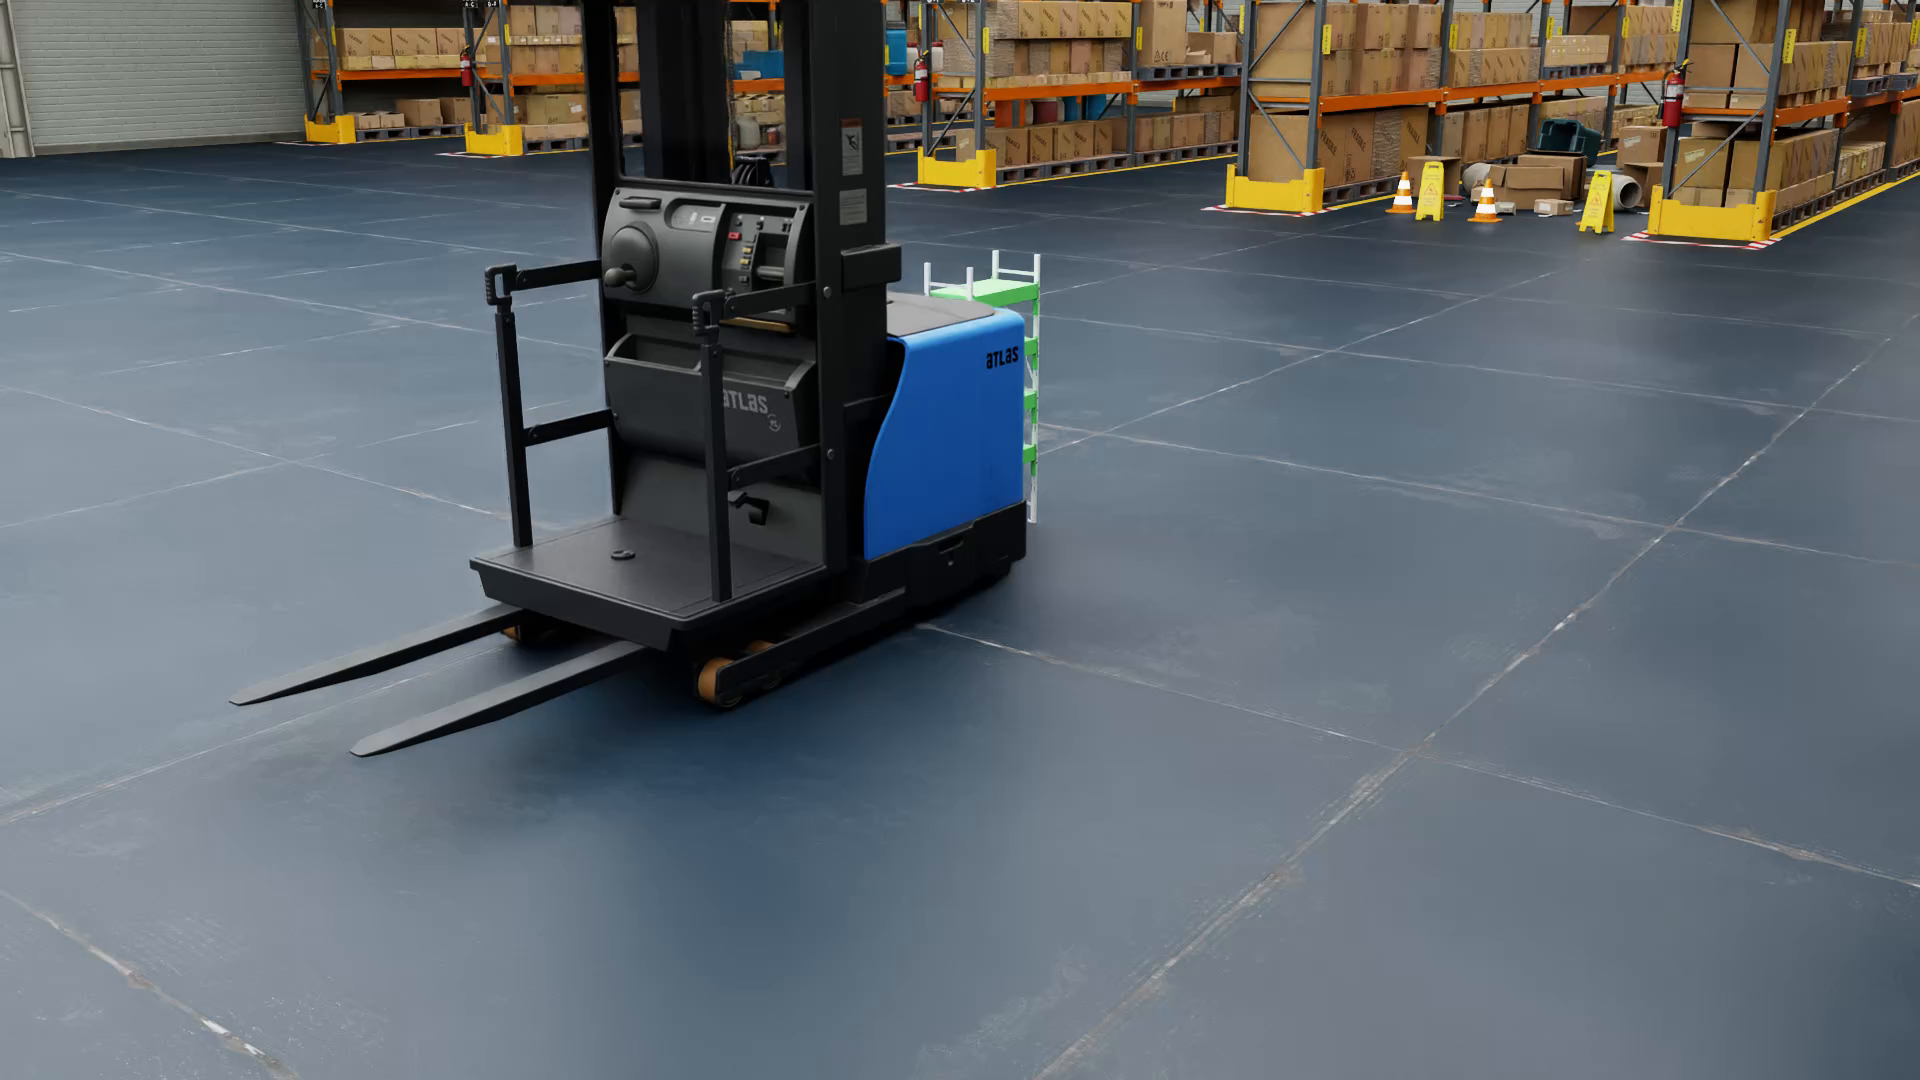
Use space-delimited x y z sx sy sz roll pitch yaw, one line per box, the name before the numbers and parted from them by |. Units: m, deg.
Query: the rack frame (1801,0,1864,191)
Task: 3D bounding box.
rack frame | 10.250 -5.584 20.168 1.000 3.000 0.127 12 21 35

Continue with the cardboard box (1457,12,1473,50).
cardboard box | 6.811 -7.202 23.524 0.700 0.500 0.500 12 21 34

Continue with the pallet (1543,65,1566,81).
pallet | 8.937 -7.485 26.611 1.213 0.211 1.003 12 21 35

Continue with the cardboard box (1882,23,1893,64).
cardboard box | 11.661 -6.395 21.399 0.500 0.500 0.500 11 21 32

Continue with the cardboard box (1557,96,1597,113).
cardboard box | 10.424 -7.363 28.139 0.500 0.250 0.500 14 22 37

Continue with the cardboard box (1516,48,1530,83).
cardboard box | 8.247 -7.162 25.081 0.500 0.500 0.500 12 21 35

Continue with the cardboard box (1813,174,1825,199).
cardboard box | 9.805 -4.155 19.493 0.500 0.250 0.500 12 21 33

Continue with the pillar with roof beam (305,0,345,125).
pillar with roof beam | -8.846 -11.432 28.885 9.100 9.000 0.400 12 21 35

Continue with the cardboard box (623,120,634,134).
cardboard box | -6.355 -7.586 30.543 0.500 0.250 0.500 12 21 35

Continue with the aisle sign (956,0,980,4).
aisle sign | 0.112 -7.556 22.136 0.394 0.787 0.004 12 21 35

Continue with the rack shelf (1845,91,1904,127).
rack shelf | 11.442 -5.717 21.809 1.077 0.370 4.000 12 21 35

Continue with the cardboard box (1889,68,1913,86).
cardboard box | 13.127 -6.537 23.491 0.500 0.250 0.500 12 21 34

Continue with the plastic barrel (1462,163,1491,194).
plastic barrel | 6.771 -4.663 21.547 0.421 0.421 0.512 -4 18 -13

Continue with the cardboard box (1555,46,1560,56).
cardboard box | 9.363 -7.819 26.578 0.380 0.149 0.250 12 21 33

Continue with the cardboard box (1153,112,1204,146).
cardboard box | 3.639 -6.871 27.784 0.700 0.500 0.500 15 23 39

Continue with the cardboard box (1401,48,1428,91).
cardboard box | 5.695 -6.282 22.161 0.875 0.550 0.550 12 21 35

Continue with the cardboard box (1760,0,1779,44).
cardboard box | 8.303 -5.578 17.793 0.700 0.500 0.500 13 21 35

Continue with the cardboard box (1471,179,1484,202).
cardboard box | 6.670 -4.394 20.947 0.258 0.266 0.396 -16 23 -41

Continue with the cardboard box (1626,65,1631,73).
cardboard box | 11.790 -8.441 29.791 0.380 0.149 0.250 11 21 32

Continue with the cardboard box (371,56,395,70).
cardboard box | -11.182 -9.133 31.814 0.500 0.250 0.500 12 21 33

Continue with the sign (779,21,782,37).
sign | -3.720 -10.648 34.657 0.100 0.325 0.005 12 21 35

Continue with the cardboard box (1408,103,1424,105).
cardboard box | 9.124 -9.213 34.728 0.875 0.875 0.875 12 21 35

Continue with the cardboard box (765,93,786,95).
cardboard box | -3.827 -9.122 34.543 0.500 0.311 0.500 13 22 37

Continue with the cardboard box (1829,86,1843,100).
cardboard box | 10.160 -5.273 19.590 0.380 0.149 0.250 13 21 36

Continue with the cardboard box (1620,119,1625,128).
cardboard box | 11.812 -7.556 30.114 0.380 0.149 0.250 11 20 32

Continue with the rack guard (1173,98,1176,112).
rack guard | 5.468 -9.883 38.226 1.175 0.500 0.348 12 21 35

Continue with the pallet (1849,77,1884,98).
pallet | 10.822 -5.649 20.700 1.003 0.211 1.213 12 21 35

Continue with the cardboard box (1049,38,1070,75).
cardboard box | 1.099 -7.067 24.274 0.875 0.500 0.500 12 21 35

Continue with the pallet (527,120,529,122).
pallet | -9.180 -8.815 35.275 1.003 0.211 1.213 12 21 35

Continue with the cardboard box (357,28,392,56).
cardboard box | -11.198 -9.481 31.672 0.500 0.500 0.500 12 21 35

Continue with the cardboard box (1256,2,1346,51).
cardboard box | 4.083 -6.151 19.920 0.875 0.550 0.550 12 21 35

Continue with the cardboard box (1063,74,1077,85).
cardboard box | 1.494 -6.758 24.370 0.380 0.149 0.250 12 21 35

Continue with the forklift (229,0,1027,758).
forklift | -1.012 -1.011 5.558 1.130 2.935 3.031 12 21 35

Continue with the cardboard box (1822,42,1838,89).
cardboard box | 9.578 -5.376 18.828 0.500 0.500 0.500 13 22 36

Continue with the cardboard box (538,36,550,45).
cardboard box | -7.334 -8.670 28.841 0.380 0.149 0.250 13 21 35

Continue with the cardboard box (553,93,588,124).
cardboard box | -6.963 -7.709 29.674 0.500 0.500 0.500 12 21 35

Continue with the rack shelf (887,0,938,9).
rack shelf | -2.087 -11.605 35.711 1.077 0.370 4.000 12 21 35

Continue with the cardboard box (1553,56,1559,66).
cardboard box | 9.347 -7.667 26.592 0.380 0.149 0.250 14 22 37

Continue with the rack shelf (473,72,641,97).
rack shelf | -6.854 -8.267 30.020 1.077 0.370 4.000 12 21 35

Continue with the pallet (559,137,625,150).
pallet | -6.896 -7.281 30.335 1.003 0.211 1.213 12 21 35

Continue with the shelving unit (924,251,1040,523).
shelving unit | 0.099 -0.612 7.193 0.258 1.200 0.503 12 21 35

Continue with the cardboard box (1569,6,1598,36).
cardboard box | 11.044 -9.167 29.350 0.500 0.500 0.500 12 21 33

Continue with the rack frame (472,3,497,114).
rack frame | -9.643 -9.961 34.263 1.000 3.000 0.127 12 21 35

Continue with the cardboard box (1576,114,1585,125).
cardboard box | 10.127 -6.883 27.857 0.500 0.500 0.500 12 21 34

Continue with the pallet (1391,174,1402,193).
pallet | 5.699 -4.936 22.782 1.003 0.211 1.213 12 21 35

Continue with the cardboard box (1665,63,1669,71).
cardboard box | 13.219 -8.993 31.568 0.380 0.149 0.250 12 21 35

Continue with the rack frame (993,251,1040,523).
rack frame | 0.244 -0.671 7.380 0.240 1.200 0.015 12 21 35

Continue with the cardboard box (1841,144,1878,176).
cardboard box | 11.856 -5.173 22.565 0.950 0.372 0.625 12 21 34

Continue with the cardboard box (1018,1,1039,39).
cardboard box | 0.758 -7.251 23.178 0.500 0.500 0.500 12 21 35

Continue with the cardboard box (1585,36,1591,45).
cardboard box | 10.278 -8.329 27.719 0.380 0.149 0.250 12 21 33

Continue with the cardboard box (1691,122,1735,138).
cardboard box | 8.300 -4.523 18.321 0.380 0.149 0.250 13 22 36

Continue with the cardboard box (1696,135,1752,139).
cardboard box | 8.443 -4.239 18.500 0.500 0.500 0.500 13 22 37
